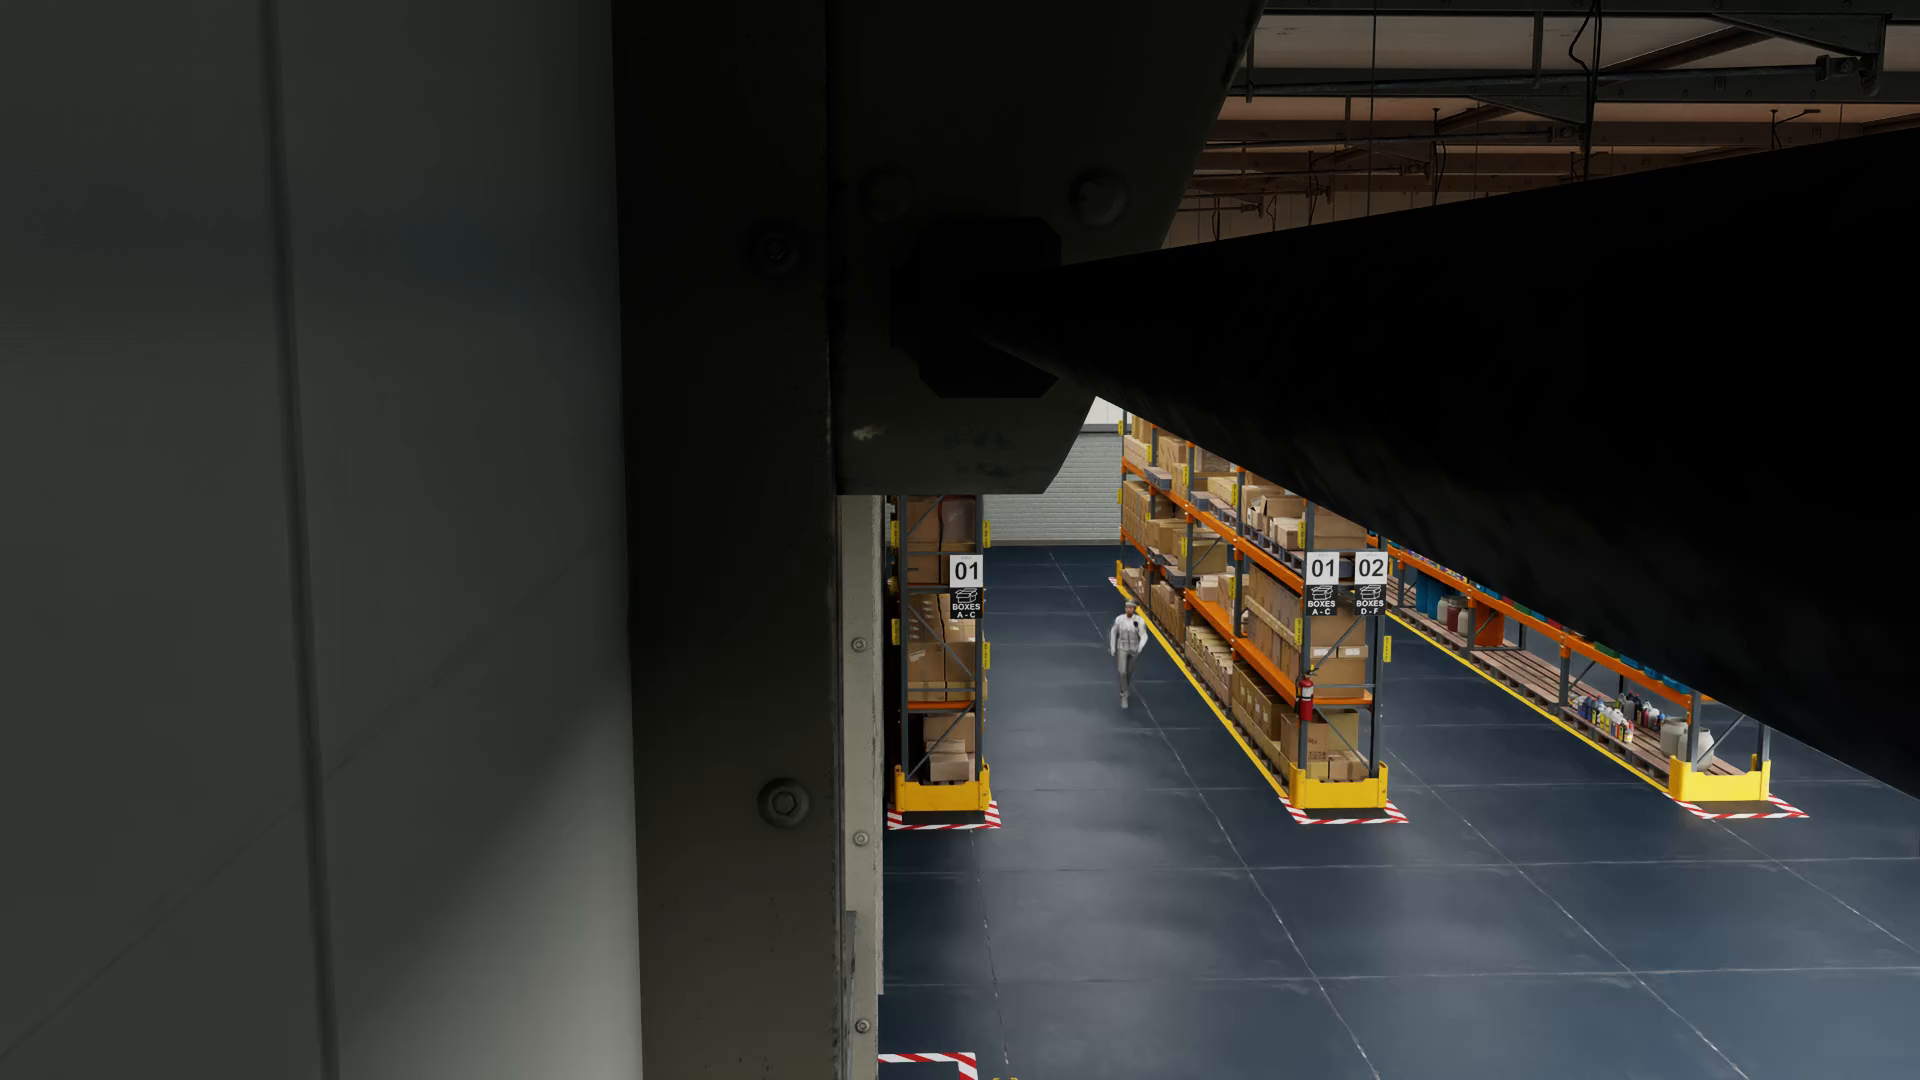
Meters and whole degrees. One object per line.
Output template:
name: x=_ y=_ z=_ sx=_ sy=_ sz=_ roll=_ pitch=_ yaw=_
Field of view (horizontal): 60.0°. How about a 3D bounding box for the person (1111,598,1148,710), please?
person: x=2.635 y=1.722 z=25.863 sx=0.539 sy=1.678 sz=0.958 roll=0 pitch=8 yaw=-2
